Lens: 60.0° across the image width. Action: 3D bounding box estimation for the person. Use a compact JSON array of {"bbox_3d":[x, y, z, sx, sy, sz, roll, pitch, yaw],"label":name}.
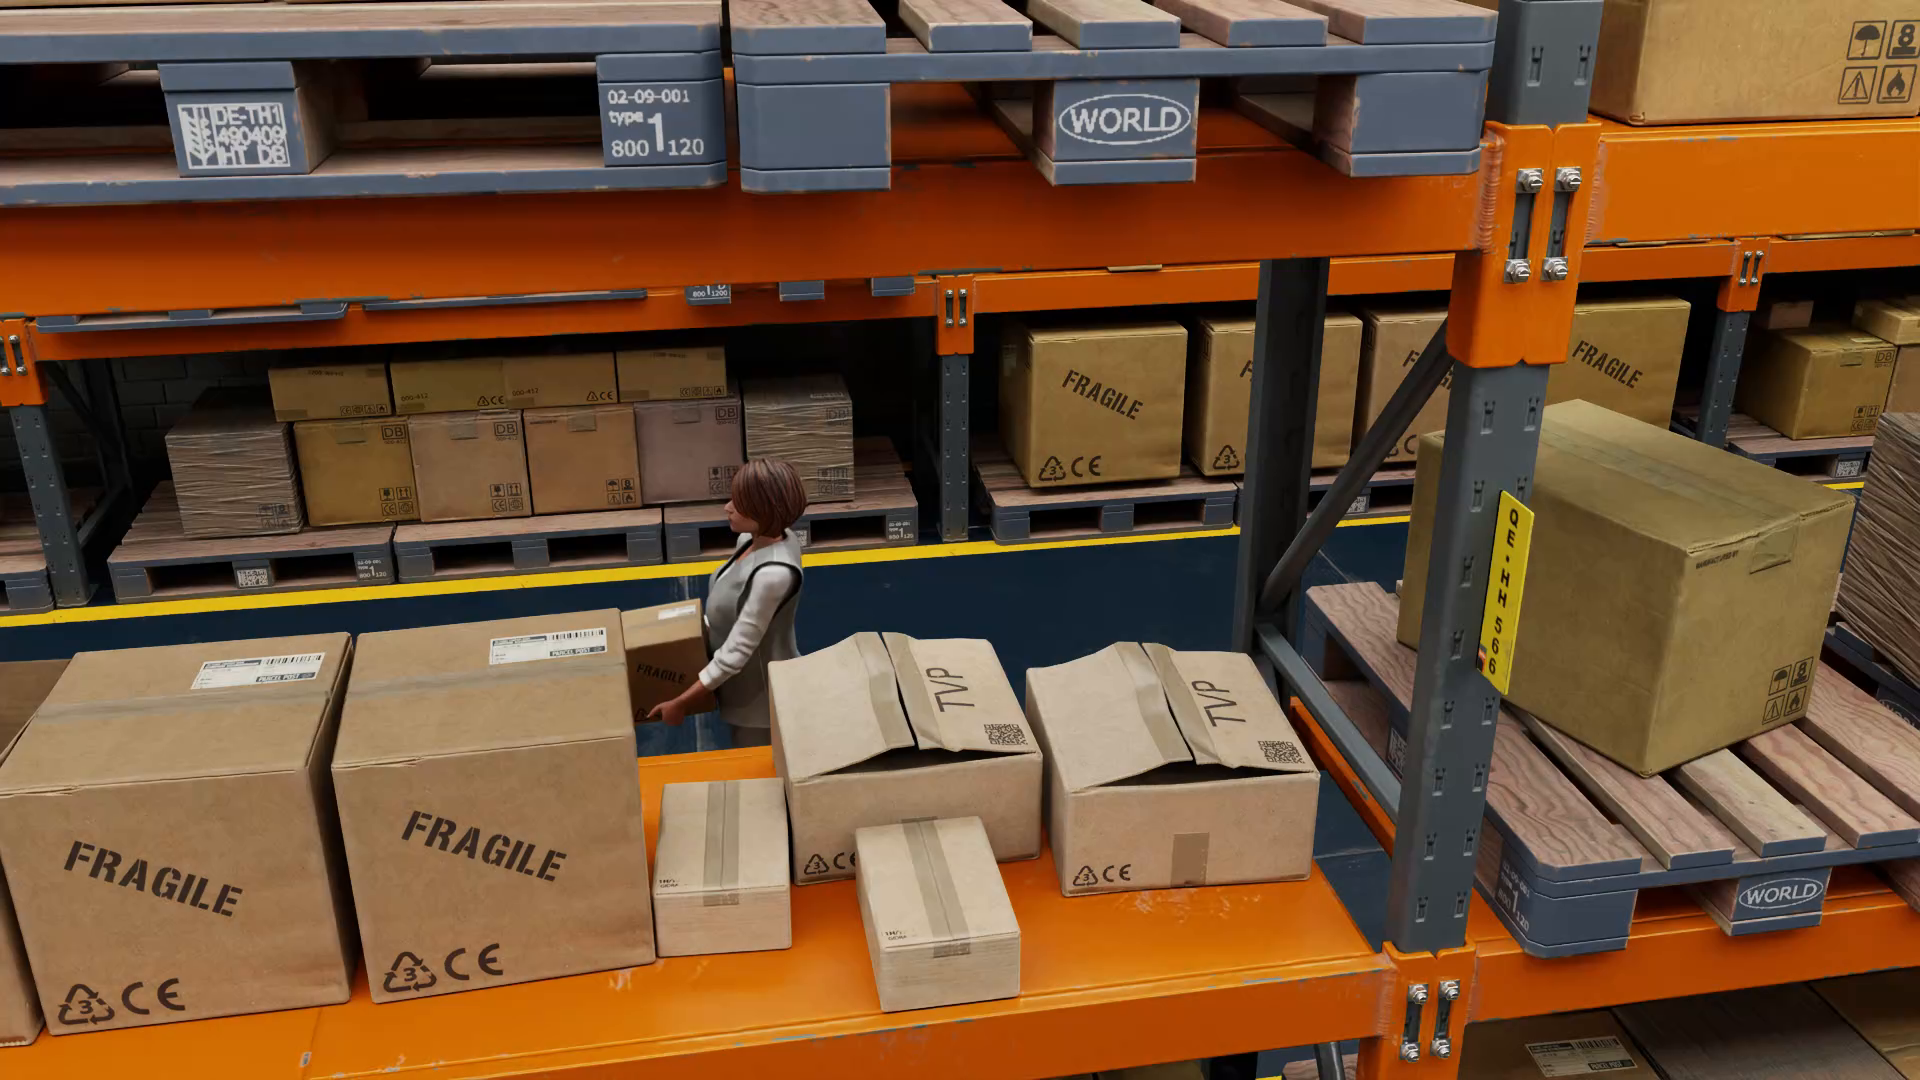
[{"bbox_3d":[-0.682,0.504,4.970,0.490,1.591,0.404,-4,24,-9],"label":"person"}]
